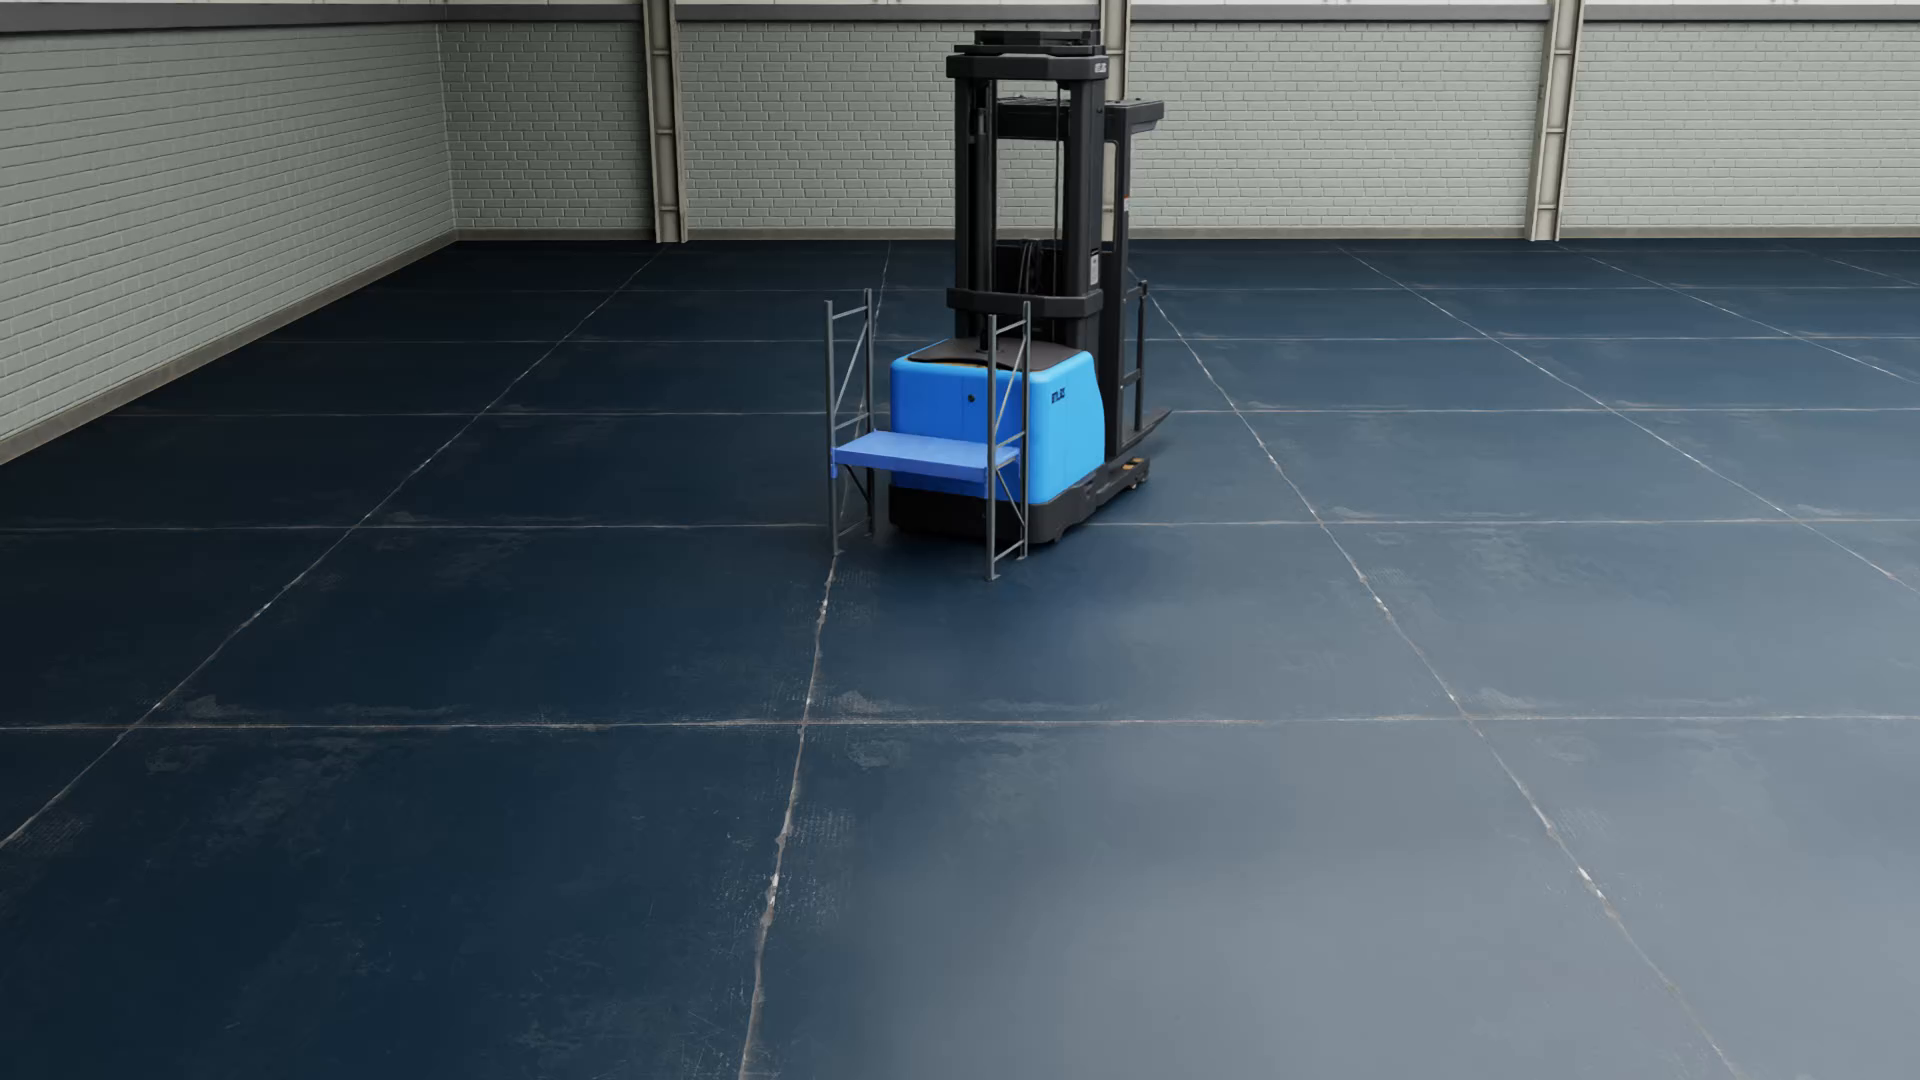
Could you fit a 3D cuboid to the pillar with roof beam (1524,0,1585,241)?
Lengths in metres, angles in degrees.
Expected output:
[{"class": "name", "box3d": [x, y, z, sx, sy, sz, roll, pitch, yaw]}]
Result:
[{"class": "pillar with roof beam", "box3d": [8.112, -7.132, 17.548, 0.400, 9.000, 9.100, 0, 18, -1]}]

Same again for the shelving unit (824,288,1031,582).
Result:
[{"class": "shelving unit", "box3d": [-0.184, -0.620, 9.524, 1.048, 1.500, 0.538, 9, 20, 25]}]

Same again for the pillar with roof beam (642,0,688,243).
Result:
[{"class": "pillar with roof beam", "box3d": [-3.887, -7.074, 17.368, 0.400, 9.000, 9.100, 0, 18, -1]}]

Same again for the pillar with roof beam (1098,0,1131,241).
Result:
[{"class": "pillar with roof beam", "box3d": [2.113, -7.103, 17.458, 0.400, 9.000, 9.100, 0, 18, -1]}]

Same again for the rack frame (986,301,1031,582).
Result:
[{"class": "rack frame", "box3d": [0.272, -0.551, 9.310, 0.032, 1.500, 0.500, 9, 20, 25]}]

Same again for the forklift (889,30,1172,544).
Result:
[{"class": "forklift", "box3d": [0.639, -1.781, 10.802, 1.130, 2.935, 3.031, 8, 19, 23]}]

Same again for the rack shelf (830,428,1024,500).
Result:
[{"class": "rack shelf", "box3d": [-0.184, -0.448, 9.578, 1.000, 0.185, 0.538, 9, 20, 25]}]

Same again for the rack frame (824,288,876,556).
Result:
[{"class": "rack frame", "box3d": [-0.641, -0.688, 9.737, 0.032, 1.500, 0.500, 9, 20, 25]}]
